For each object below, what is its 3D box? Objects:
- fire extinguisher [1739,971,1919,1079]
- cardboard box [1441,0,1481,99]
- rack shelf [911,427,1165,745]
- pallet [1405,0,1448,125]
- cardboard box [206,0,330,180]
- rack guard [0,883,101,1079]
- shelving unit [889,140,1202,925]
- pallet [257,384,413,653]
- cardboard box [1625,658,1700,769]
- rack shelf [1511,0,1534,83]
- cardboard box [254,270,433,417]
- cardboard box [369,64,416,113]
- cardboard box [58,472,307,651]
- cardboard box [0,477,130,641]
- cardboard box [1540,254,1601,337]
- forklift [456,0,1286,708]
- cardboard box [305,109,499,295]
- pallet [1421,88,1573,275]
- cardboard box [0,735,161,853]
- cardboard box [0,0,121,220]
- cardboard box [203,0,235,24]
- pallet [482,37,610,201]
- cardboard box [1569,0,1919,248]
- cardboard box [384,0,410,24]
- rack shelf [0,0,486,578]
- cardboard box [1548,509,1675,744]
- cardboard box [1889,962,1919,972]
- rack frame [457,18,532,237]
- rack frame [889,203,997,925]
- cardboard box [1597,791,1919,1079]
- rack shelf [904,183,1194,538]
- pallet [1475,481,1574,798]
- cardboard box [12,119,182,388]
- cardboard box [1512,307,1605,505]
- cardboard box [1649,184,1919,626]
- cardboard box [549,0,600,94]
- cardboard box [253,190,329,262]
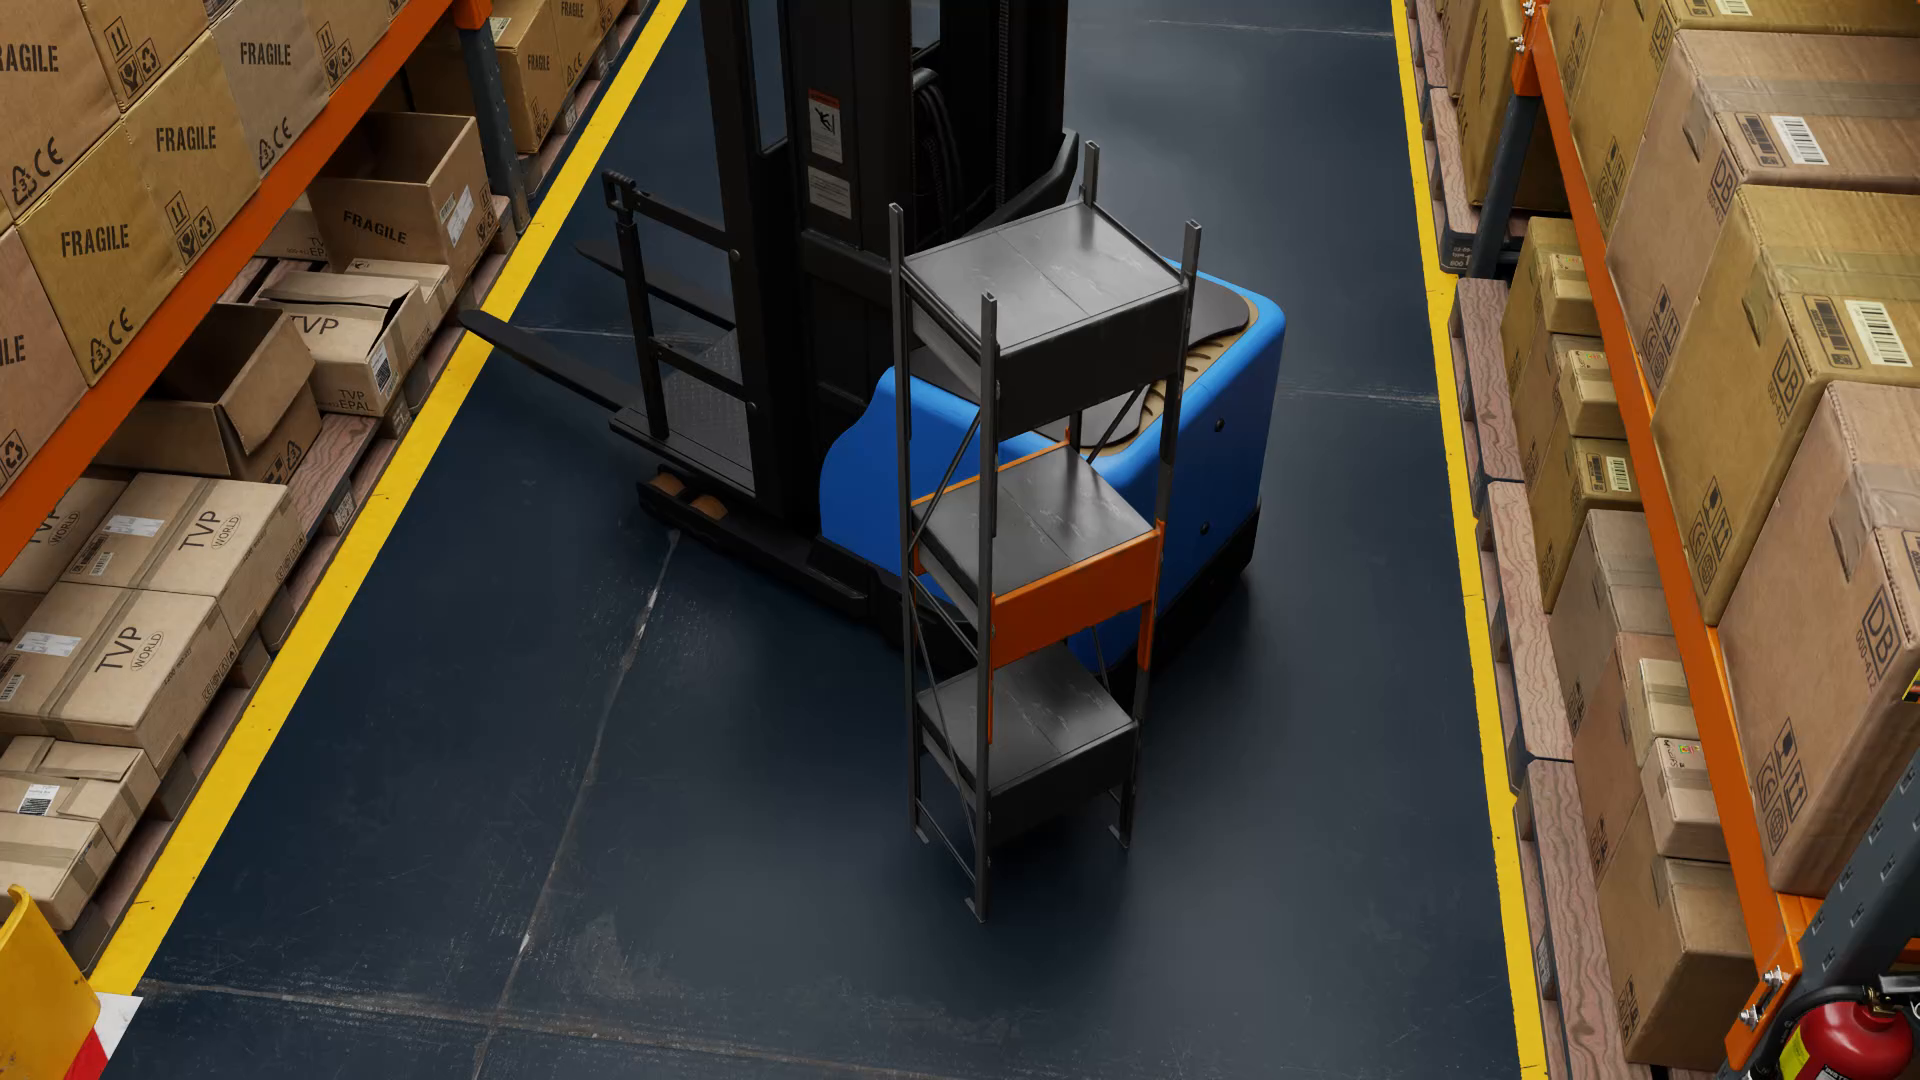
[{"bbox_3d":[1.542,0.921,2.924,0.296,0.674,0.183,5,44,6],"label":"fire extinguisher"},{"bbox_3d":[2.620,-2.463,7.427,0.750,0.750,0.750,6,44,7],"label":"cardboard box"},{"bbox_3d":[0.172,0.110,4.126,0.480,0.518,0.431,-22,48,-22],"label":"rack shelf"},{"bbox_3d":[2.735,-2.384,8.114,1.003,0.211,1.213,5,44,6],"label":"pallet"},{"bbox_3d":[-2.306,-1.448,5.025,0.500,0.500,0.500,6,44,6],"label":"cardboard box"},{"bbox_3d":[-2.881,1.104,4.220,1.175,0.500,0.348,5,44,6],"label":"rack guard"},{"bbox_3d":[0.172,0.100,4.117,0.503,2.100,0.431,-22,48,-22],"label":"shelving unit"},{"bbox_3d":[-2.613,-0.163,5.769,1.003,0.211,1.213,5,44,6],"label":"pallet"},{"bbox_3d":[1.883,0.451,4.133,0.380,0.149,0.250,6,44,7],"label":"cardboard box"},{"bbox_3d":[2.813,-3.132,7.399,1.077,0.370,4.000,5,44,6],"label":"rack shelf"},{"bbox_3d":[-2.255,-0.736,5.981,0.500,0.311,0.500,5,44,6],"label":"cardboard box"},{"bbox_3d":[-2.581,-2.092,7.276,0.500,0.500,0.500,5,44,5],"label":"cardboard box"},{"bbox_3d":[-2.406,0.061,5.184,0.500,0.250,0.500,5,44,6],"label":"cardboard box"},{"bbox_3d":[-2.908,0.049,5.196,0.500,0.250,0.500,5,44,6],"label":"cardboard box"},{"bbox_3d":[2.122,-0.793,5.447,0.380,0.149,0.250,7,44,7],"label":"cardboard box"},{"bbox_3d":[-0.502,-1.319,5.011,3.031,2.935,1.130,27,50,26],"label":"forklift"},{"bbox_3d":[-2.156,-1.316,6.456,0.500,0.500,0.500,5,44,6],"label":"cardboard box"},{"bbox_3d":[2.576,-1.550,7.233,1.003,0.211,1.213,5,44,6],"label":"pallet"},{"bbox_3d":[-2.462,0.693,4.577,0.380,0.166,0.250,5,44,6],"label":"cardboard box"},{"bbox_3d":[-2.438,-1.127,3.958,0.500,0.500,0.500,6,44,6],"label":"cardboard box"},{"bbox_3d":[-2.304,-1.816,4.686,0.500,0.500,0.500,6,44,6],"label":"cardboard box"},{"bbox_3d":[-2.292,-2.023,7.733,1.003,0.211,1.213,5,44,6],"label":"pallet"},{"bbox_3d":[2.359,-1.274,4.695,0.980,0.700,0.700,4,44,4],"label":"cardboard box"},{"bbox_3d":[-2.174,-2.150,5.766,0.500,0.500,0.500,6,44,6],"label":"cardboard box"},{"bbox_3d":[-2.627,-0.853,4.993,1.077,0.370,4.000,5,44,6],"label":"rack shelf"},{"bbox_3d":[2.145,0.281,4.784,0.700,0.500,0.500,4,44,4],"label":"cardboard box"},{"bbox_3d":[2.195,0.833,3.729,0.380,0.149,0.250,6,44,6],"label":"cardboard box"},{"bbox_3d":[-2.362,-2.478,6.185,1.000,3.000,0.127,5,44,6],"label":"rack frame"},{"bbox_3d":[-0.038,0.186,4.026,0.015,2.100,0.400,-22,48,-22],"label":"rack frame"},{"bbox_3d":[2.013,0.965,4.062,0.700,0.500,0.500,5,44,6],"label":"cardboard box"},{"bbox_3d":[0.172,-0.398,3.645,0.480,0.518,0.431,-22,48,-22],"label":"rack shelf"},{"bbox_3d":[2.212,0.328,5.250,1.003,0.211,1.213,5,44,6],"label":"pallet"},{"bbox_3d":[-2.439,-0.760,4.298,0.500,0.500,0.500,5,44,5],"label":"cardboard box"},{"bbox_3d":[2.278,-0.432,5.537,0.700,0.500,0.500,5,44,5],"label":"cardboard box"},{"bbox_3d":[2.162,-0.258,3.623,0.980,0.700,0.700,5,44,5],"label":"cardboard box"},{"bbox_3d":[-1.997,-2.402,7.603,0.500,0.500,0.500,6,44,6],"label":"cardboard box"},{"bbox_3d":[-2.632,-1.395,6.677,0.500,0.311,0.500,5,44,6],"label":"cardboard box"}]
